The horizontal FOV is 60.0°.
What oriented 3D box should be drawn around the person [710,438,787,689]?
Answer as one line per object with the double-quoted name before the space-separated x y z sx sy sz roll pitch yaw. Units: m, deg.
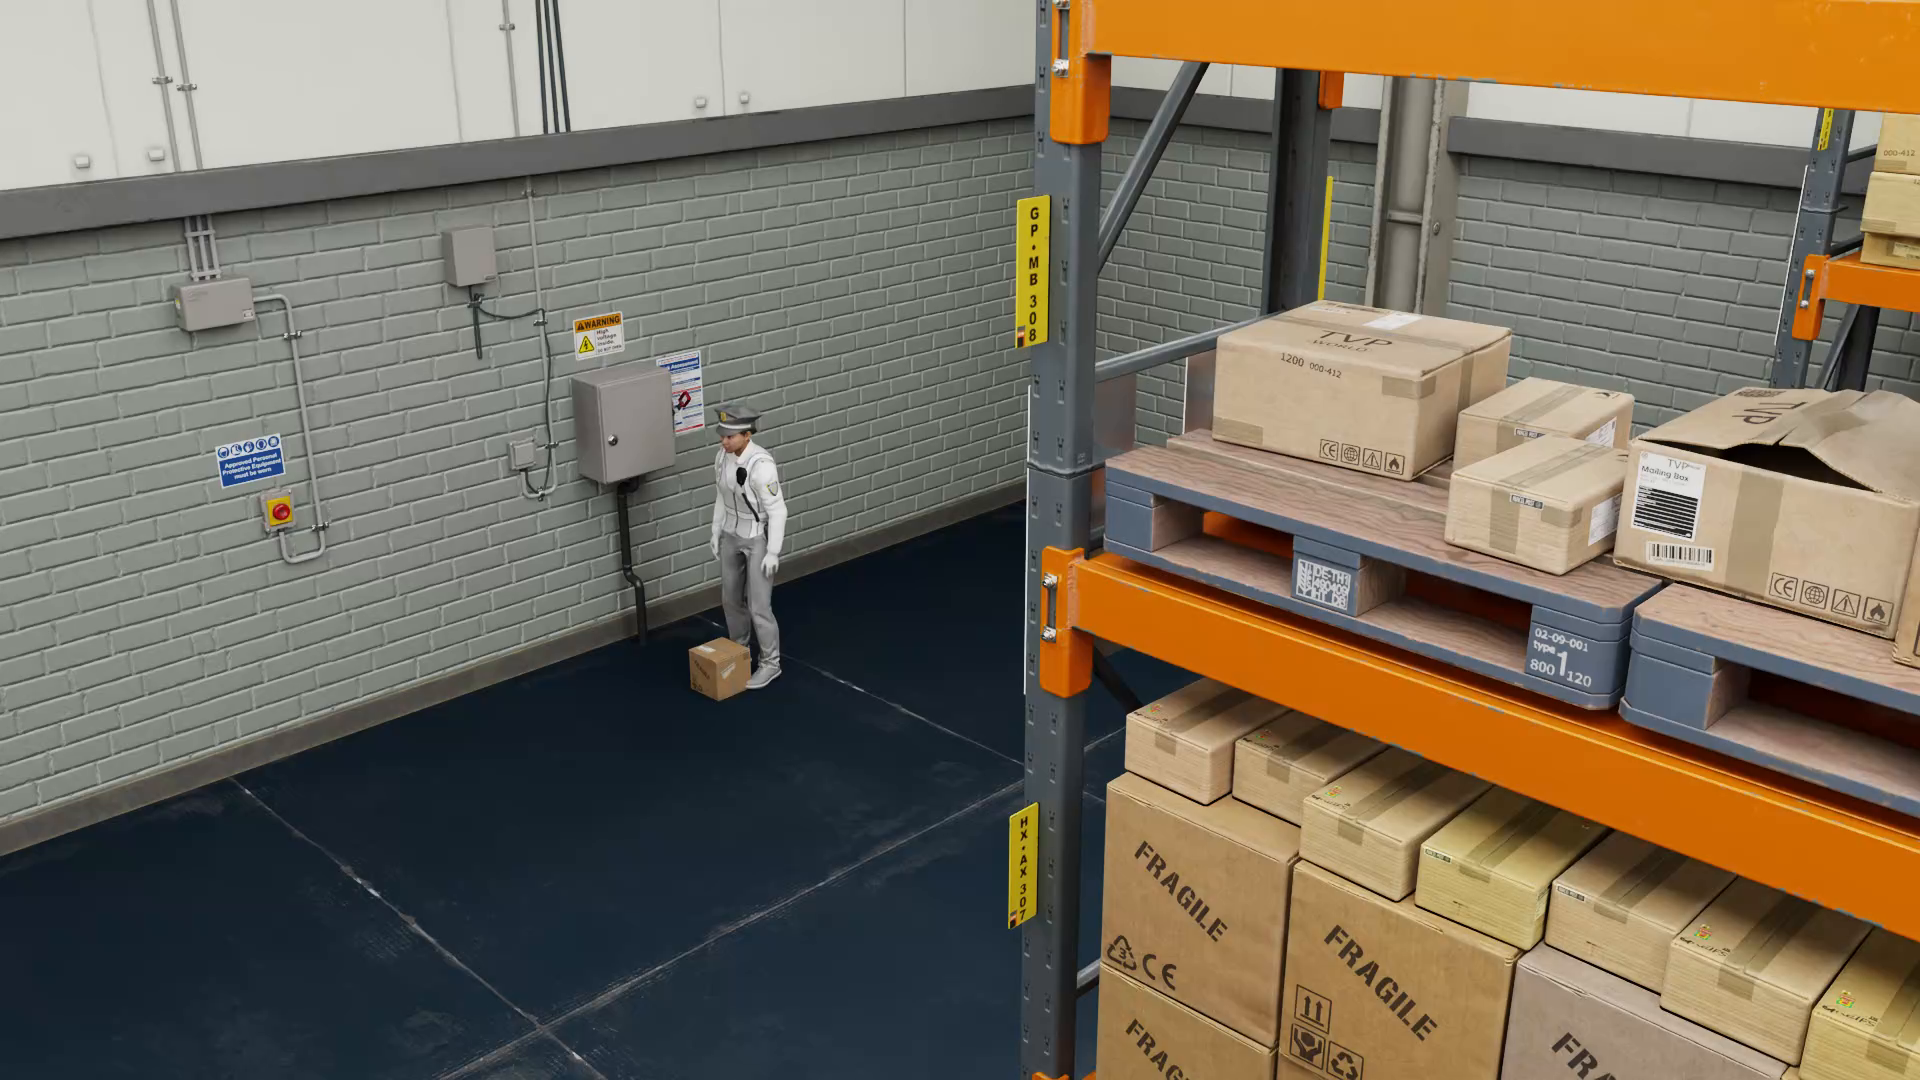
"person" -1.210 0.114 9.556 0.547 1.463 0.353 17 27 38
